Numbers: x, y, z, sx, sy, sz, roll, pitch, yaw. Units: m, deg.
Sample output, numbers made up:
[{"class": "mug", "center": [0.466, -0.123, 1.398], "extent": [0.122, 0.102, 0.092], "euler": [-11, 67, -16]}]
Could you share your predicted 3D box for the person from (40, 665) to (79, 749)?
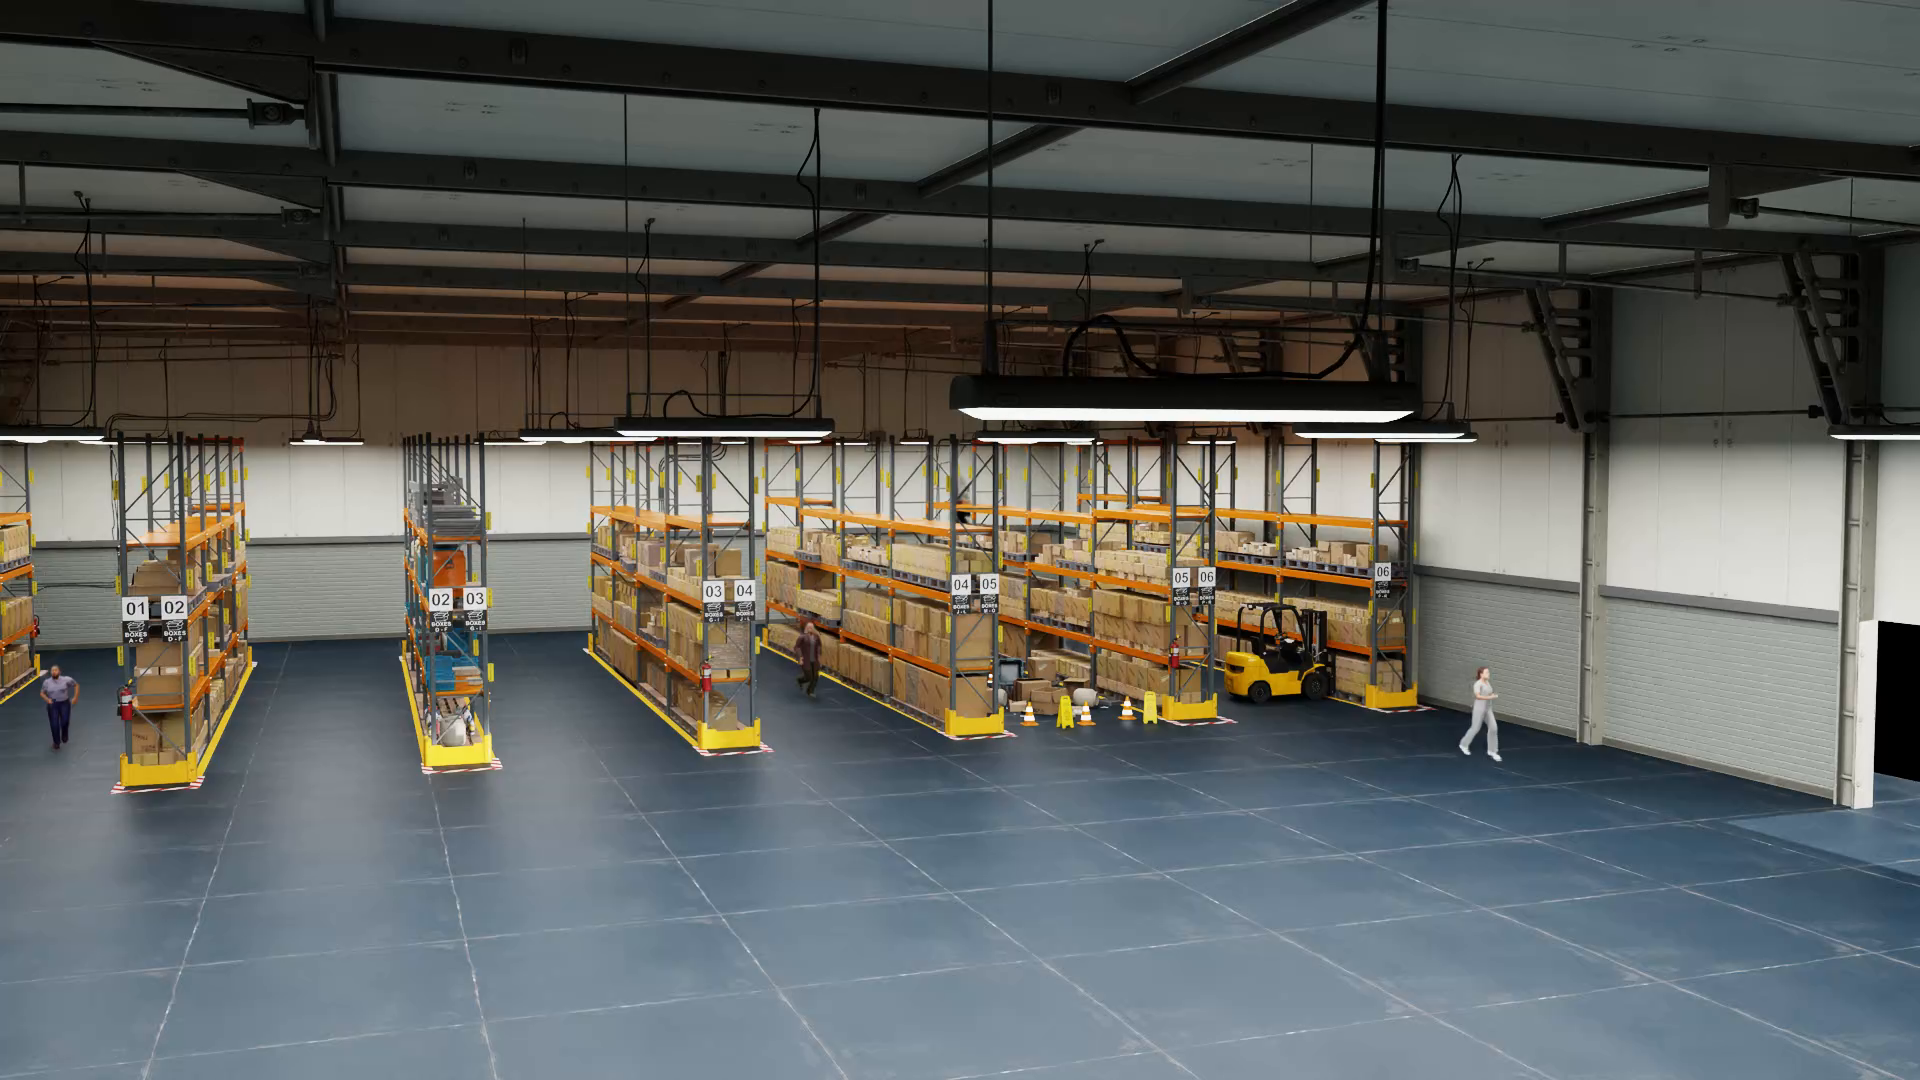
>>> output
[{"class": "person", "center": [-17.099, 3.180, 31.572], "extent": [0.632, 1.595, 0.682], "euler": [-1, 3, -21]}]

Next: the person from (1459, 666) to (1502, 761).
[{"class": "person", "center": [9.589, 3.177, 30.641], "extent": [0.566, 1.716, 0.831], "euler": [-3, 4, -39]}]

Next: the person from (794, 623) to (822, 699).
[{"class": "person", "center": [-3.463, 2.753, 38.117], "extent": [0.695, 1.727, 0.603], "euler": [-2, 4, -32]}]
